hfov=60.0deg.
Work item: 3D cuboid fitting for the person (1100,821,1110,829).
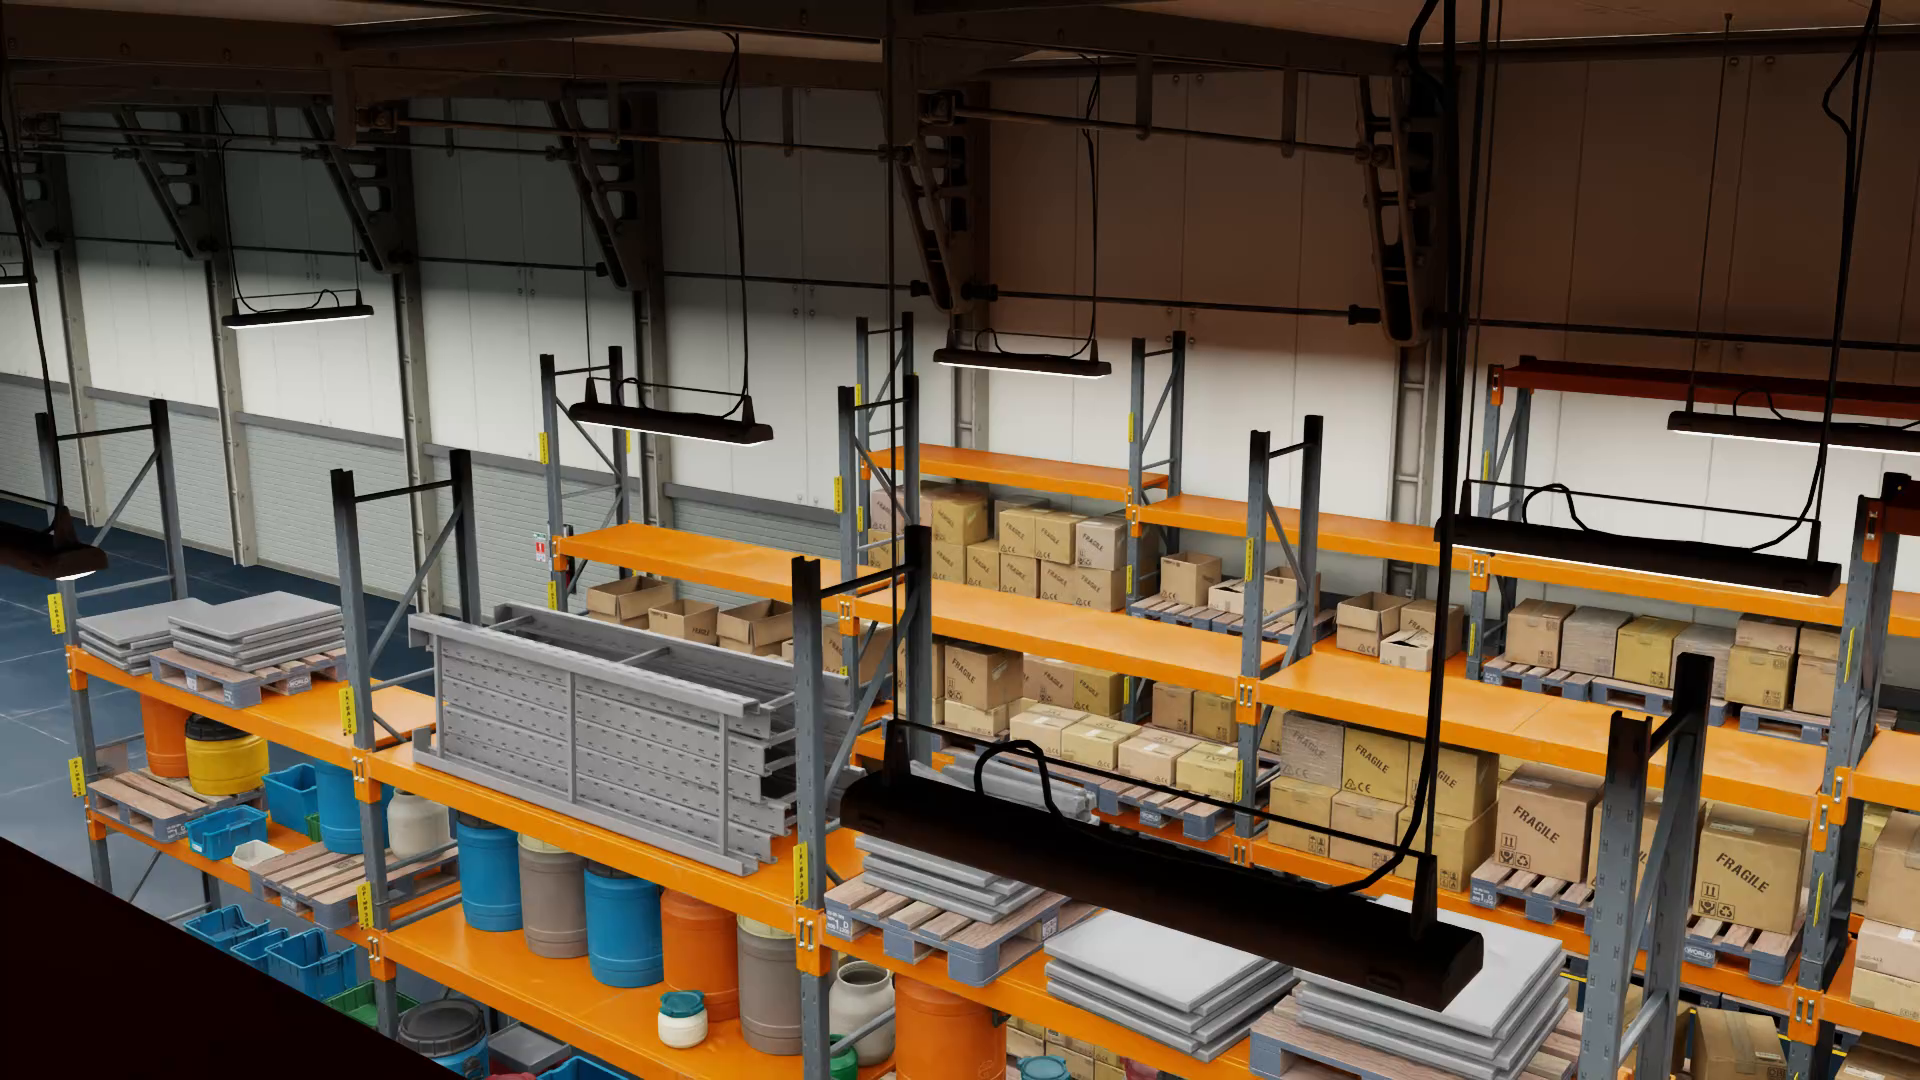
[{"bbox_3d":[1.366,3.162,17.851,1.103,1.655,0.543,5,14,20],"label":"person"}]
